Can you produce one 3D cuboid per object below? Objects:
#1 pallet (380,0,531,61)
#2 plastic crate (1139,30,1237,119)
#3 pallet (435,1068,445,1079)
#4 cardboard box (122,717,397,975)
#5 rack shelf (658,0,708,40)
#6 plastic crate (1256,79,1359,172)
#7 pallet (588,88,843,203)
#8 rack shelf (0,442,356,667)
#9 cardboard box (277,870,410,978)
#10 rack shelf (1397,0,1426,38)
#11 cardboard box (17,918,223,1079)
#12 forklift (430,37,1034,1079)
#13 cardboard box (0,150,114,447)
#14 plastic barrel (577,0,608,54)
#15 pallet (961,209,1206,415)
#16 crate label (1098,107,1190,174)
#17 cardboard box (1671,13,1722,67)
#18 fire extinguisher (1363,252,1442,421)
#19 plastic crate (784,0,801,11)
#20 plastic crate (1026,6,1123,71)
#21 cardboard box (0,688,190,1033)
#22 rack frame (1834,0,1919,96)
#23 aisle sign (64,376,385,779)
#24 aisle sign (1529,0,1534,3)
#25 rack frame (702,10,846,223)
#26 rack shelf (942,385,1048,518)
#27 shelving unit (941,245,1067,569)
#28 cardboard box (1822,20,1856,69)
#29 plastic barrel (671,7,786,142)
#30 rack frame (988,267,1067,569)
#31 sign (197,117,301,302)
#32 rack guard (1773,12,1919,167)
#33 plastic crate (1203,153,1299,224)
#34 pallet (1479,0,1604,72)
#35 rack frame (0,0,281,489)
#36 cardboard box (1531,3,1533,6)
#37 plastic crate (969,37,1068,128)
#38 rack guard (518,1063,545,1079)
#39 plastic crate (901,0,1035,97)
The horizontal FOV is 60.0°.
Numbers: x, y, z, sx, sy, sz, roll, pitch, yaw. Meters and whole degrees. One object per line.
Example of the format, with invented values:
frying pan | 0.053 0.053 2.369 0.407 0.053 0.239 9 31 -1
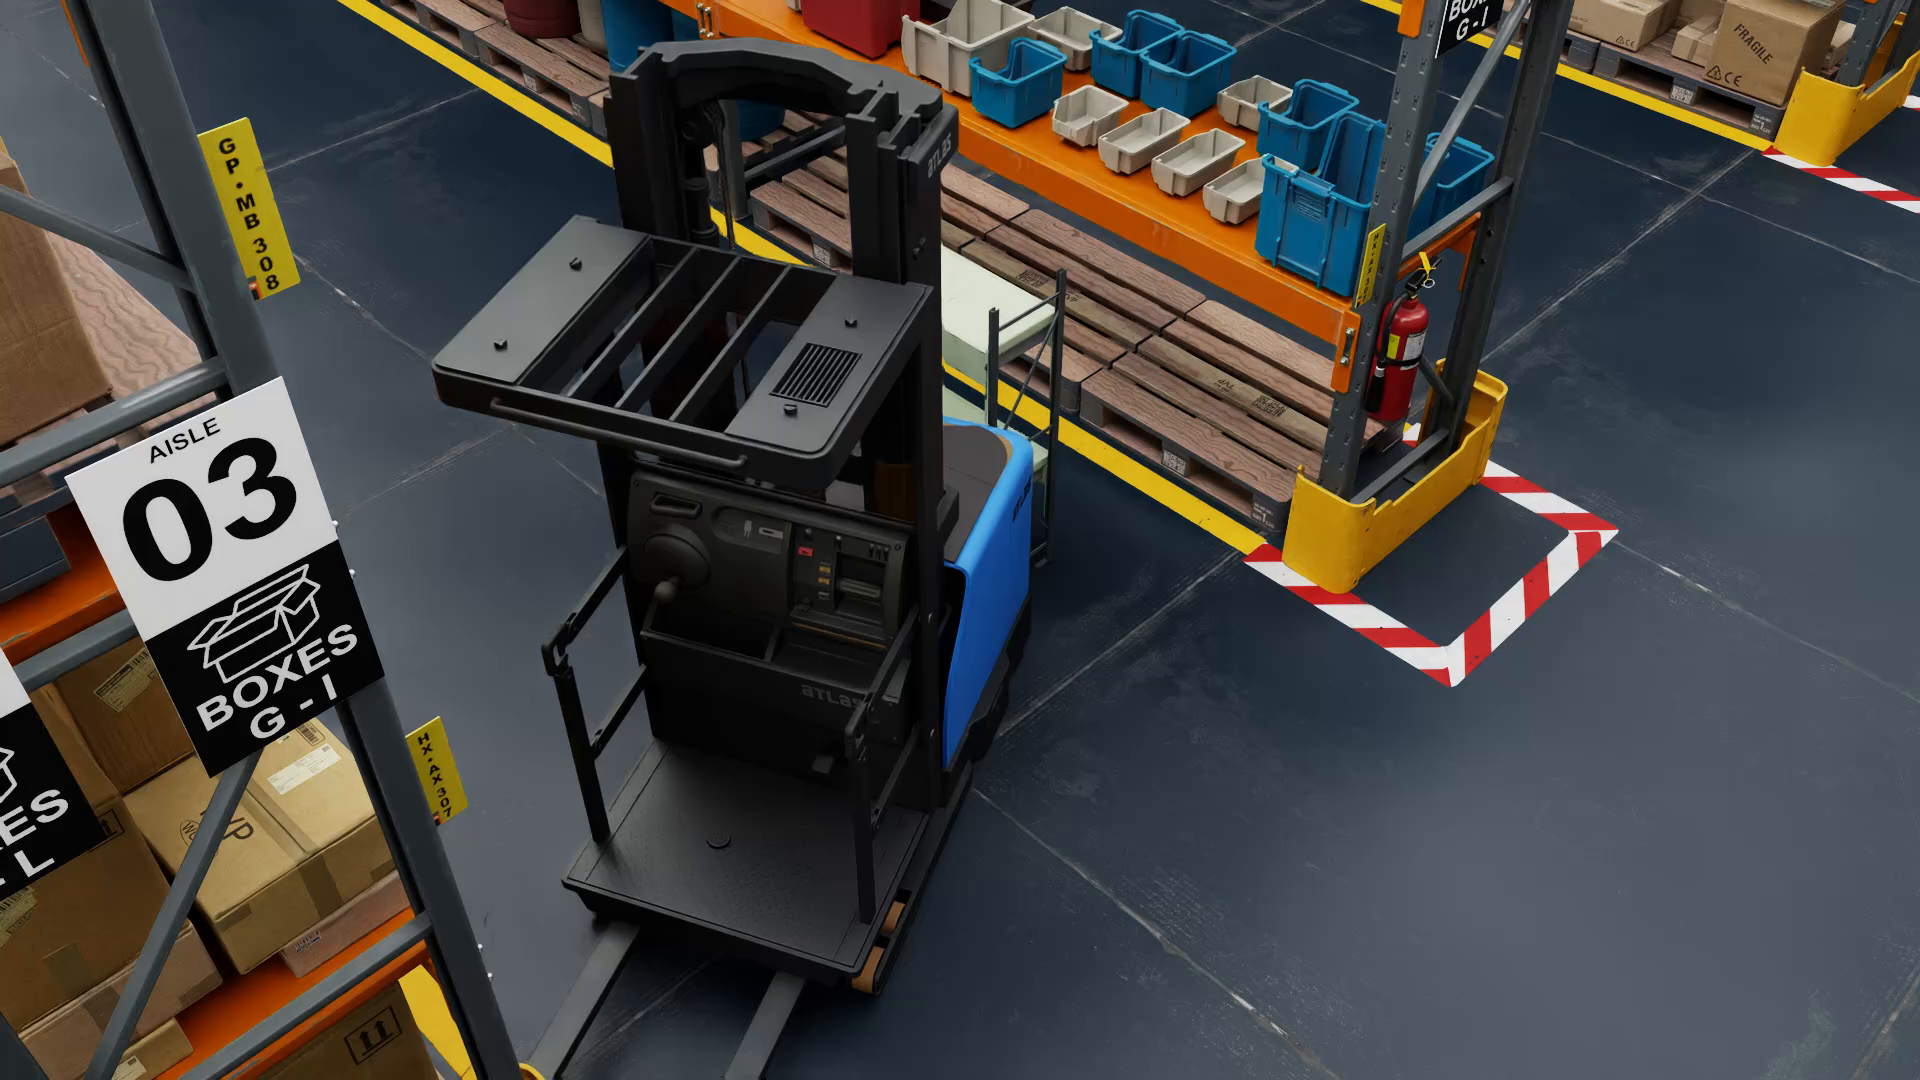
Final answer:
pallet | -3.174 -3.680 11.194 1.003 0.211 1.213 -34 53 -31
plastic crate | 1.018 -2.089 7.497 0.416 0.233 0.300 -34 53 -31
pallet | -2.237 1.832 5.229 1.003 0.211 1.213 -34 53 -31
cardboard box | -1.765 0.741 4.247 0.500 0.250 0.500 33 52 30
rack shelf | -2.348 -3.838 9.840 1.077 0.370 4.000 -34 53 -31
plastic crate | 1.483 -1.772 7.154 0.416 0.233 0.300 -34 53 -31
pallet | -1.451 -2.508 9.926 1.003 0.211 1.213 -34 53 -31
rack shelf | -3.030 -0.644 4.174 1.077 0.370 4.000 -34 53 -31
cardboard box | -1.634 0.918 4.348 0.380 0.149 0.250 -33 52 -31
rack shelf | 0.477 -3.017 6.742 1.077 0.370 4.000 -34 53 -31
cardboard box | -2.148 0.995 3.972 0.500 0.250 0.500 33 52 31
forklift | -0.681 0.151 5.044 1.130 2.935 3.031 14 44 14
cardboard box | -2.023 -0.399 2.922 0.500 0.500 0.700 31 51 29
plastic barrel | -2.143 -3.305 10.258 0.421 0.512 0.421 0 43 0
pallet | 0.477 -1.196 8.506 1.003 0.211 1.213 -34 53 -31
crate label | 0.777 -1.717 7.166 0.396 0.136 0.243 -34 53 -31
cardboard box | 4.618 -3.093 10.268 0.380 0.166 0.250 -34 53 -31
fire extinguisher | 1.674 -0.763 6.315 0.296 0.674 0.183 -34 53 -31
plastic crate | -0.708 -2.774 8.309 0.396 0.136 0.243 -34 53 -31
plastic crate | 0.507 -2.373 7.876 0.293 0.136 0.466 -34 53 -31
cardboard box | -2.147 0.717 3.720 0.500 0.500 0.500 -33 52 -31
rack frame | 5.399 -3.591 9.044 1.000 3.000 0.127 -34 53 -31
aisle sign | -1.354 0.091 3.143 0.394 0.787 0.004 -34 53 -31
aisle sign | 2.151 -2.282 5.711 0.394 0.787 0.004 -34 53 -31
rack frame | -0.935 -3.141 8.556 1.000 3.000 0.127 -34 53 -31
rack shelf | -0.005 -0.315 7.083 0.431 0.370 0.720 -34 53 -31
shelving unit | -0.005 -0.554 6.862 0.431 1.500 0.755 -34 53 -31
cardboard box | 5.347 -3.072 10.258 0.380 0.149 0.250 -34 53 -31
plastic barrel | -1.308 -2.794 9.418 0.600 0.901 0.708 -34 53 -31
rack frame | 0.254 -0.378 6.672 0.400 1.500 0.023 -34 53 -31
sign | -1.220 -0.560 2.851 0.100 0.325 0.005 -34 53 -31
rack guard | 5.345 -2.710 9.931 1.175 0.500 0.348 -34 53 -31
plastic crate | 1.185 -1.449 6.876 0.396 0.136 0.243 -34 53 -31
pallet | 3.924 -3.572 11.078 1.003 0.211 1.213 -34 53 -31
rack frame | -1.617 -1.048 1.871 1.000 3.000 0.127 -34 53 -31
cardboard box | 3.905 -3.858 10.847 0.797 0.503 0.637 -34 53 -31
plastic crate | 0.258 -2.043 7.448 0.416 0.233 0.300 -34 53 -31
rack guard | -1.600 2.084 4.743 1.175 0.500 0.348 -34 53 -31
plastic crate | 0.013 -2.297 7.687 0.437 0.282 0.530 -34 53 -31
